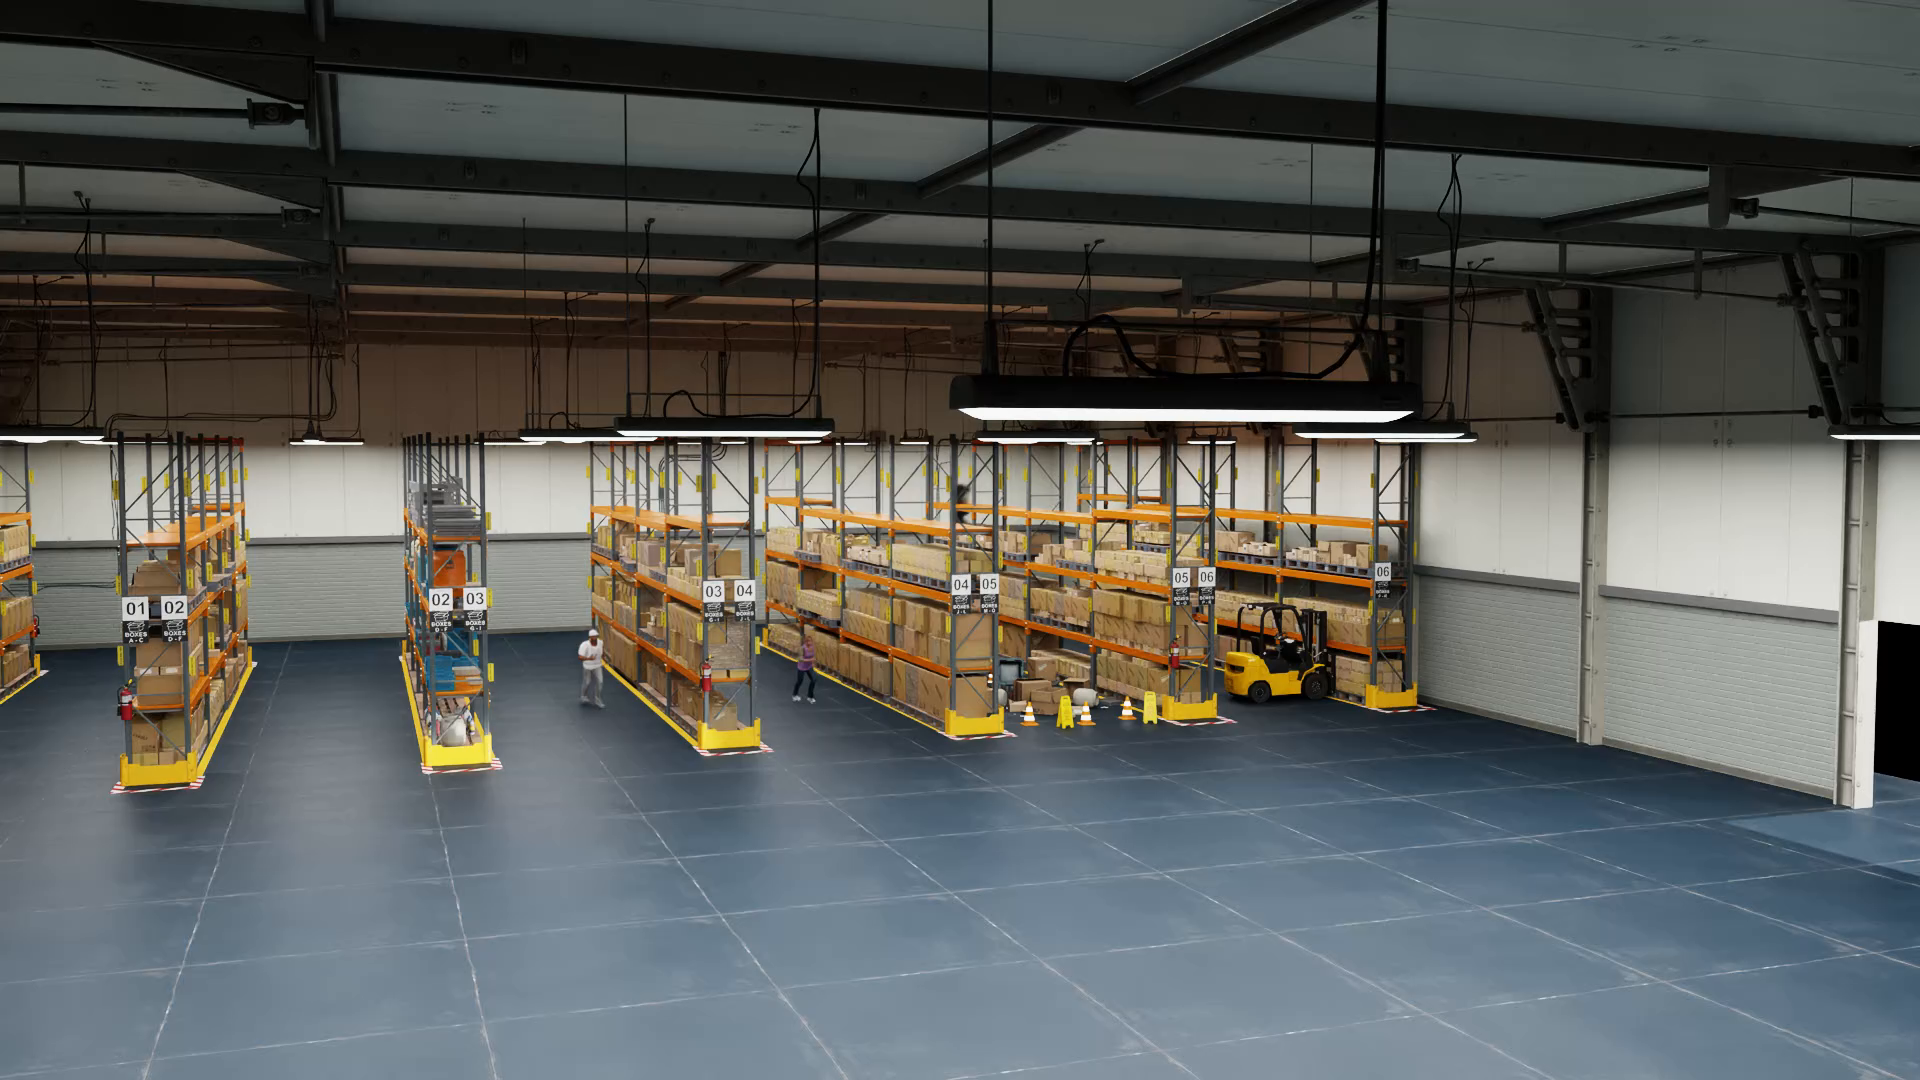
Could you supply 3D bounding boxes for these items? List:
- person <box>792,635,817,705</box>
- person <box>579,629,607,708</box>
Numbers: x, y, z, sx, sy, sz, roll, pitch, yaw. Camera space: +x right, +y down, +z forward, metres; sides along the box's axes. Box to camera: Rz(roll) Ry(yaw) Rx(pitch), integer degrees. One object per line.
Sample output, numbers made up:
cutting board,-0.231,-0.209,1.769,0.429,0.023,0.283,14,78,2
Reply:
person,-3.451,2.890,37.152,0.536,1.560,0.904,-2,4,-37
person,-8.128,2.819,36.763,0.718,1.734,0.982,-2,4,-31
